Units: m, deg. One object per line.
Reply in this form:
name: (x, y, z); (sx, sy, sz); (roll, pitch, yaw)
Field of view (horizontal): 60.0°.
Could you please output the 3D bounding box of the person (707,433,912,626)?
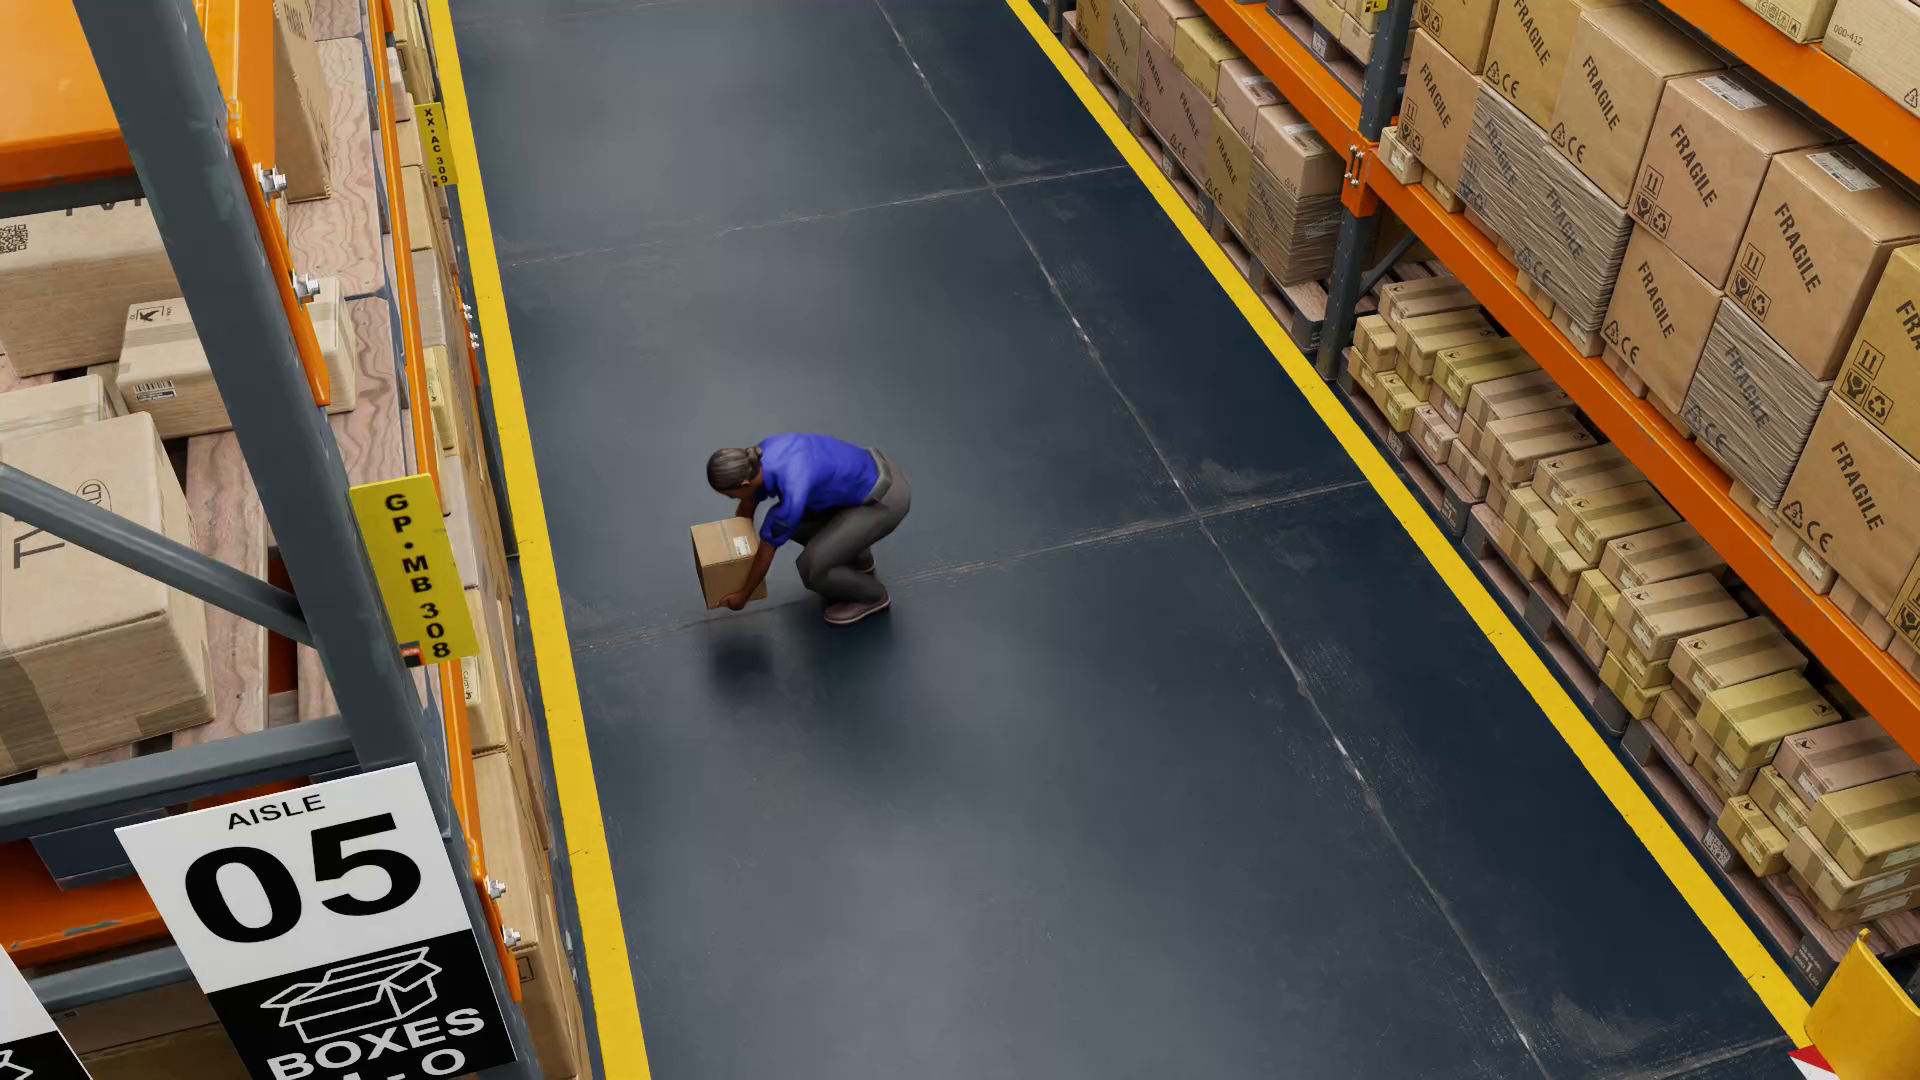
person: (-0.622, -0.077, 6.794); (0.863, 0.932, 0.465); (-13, 44, -14)
